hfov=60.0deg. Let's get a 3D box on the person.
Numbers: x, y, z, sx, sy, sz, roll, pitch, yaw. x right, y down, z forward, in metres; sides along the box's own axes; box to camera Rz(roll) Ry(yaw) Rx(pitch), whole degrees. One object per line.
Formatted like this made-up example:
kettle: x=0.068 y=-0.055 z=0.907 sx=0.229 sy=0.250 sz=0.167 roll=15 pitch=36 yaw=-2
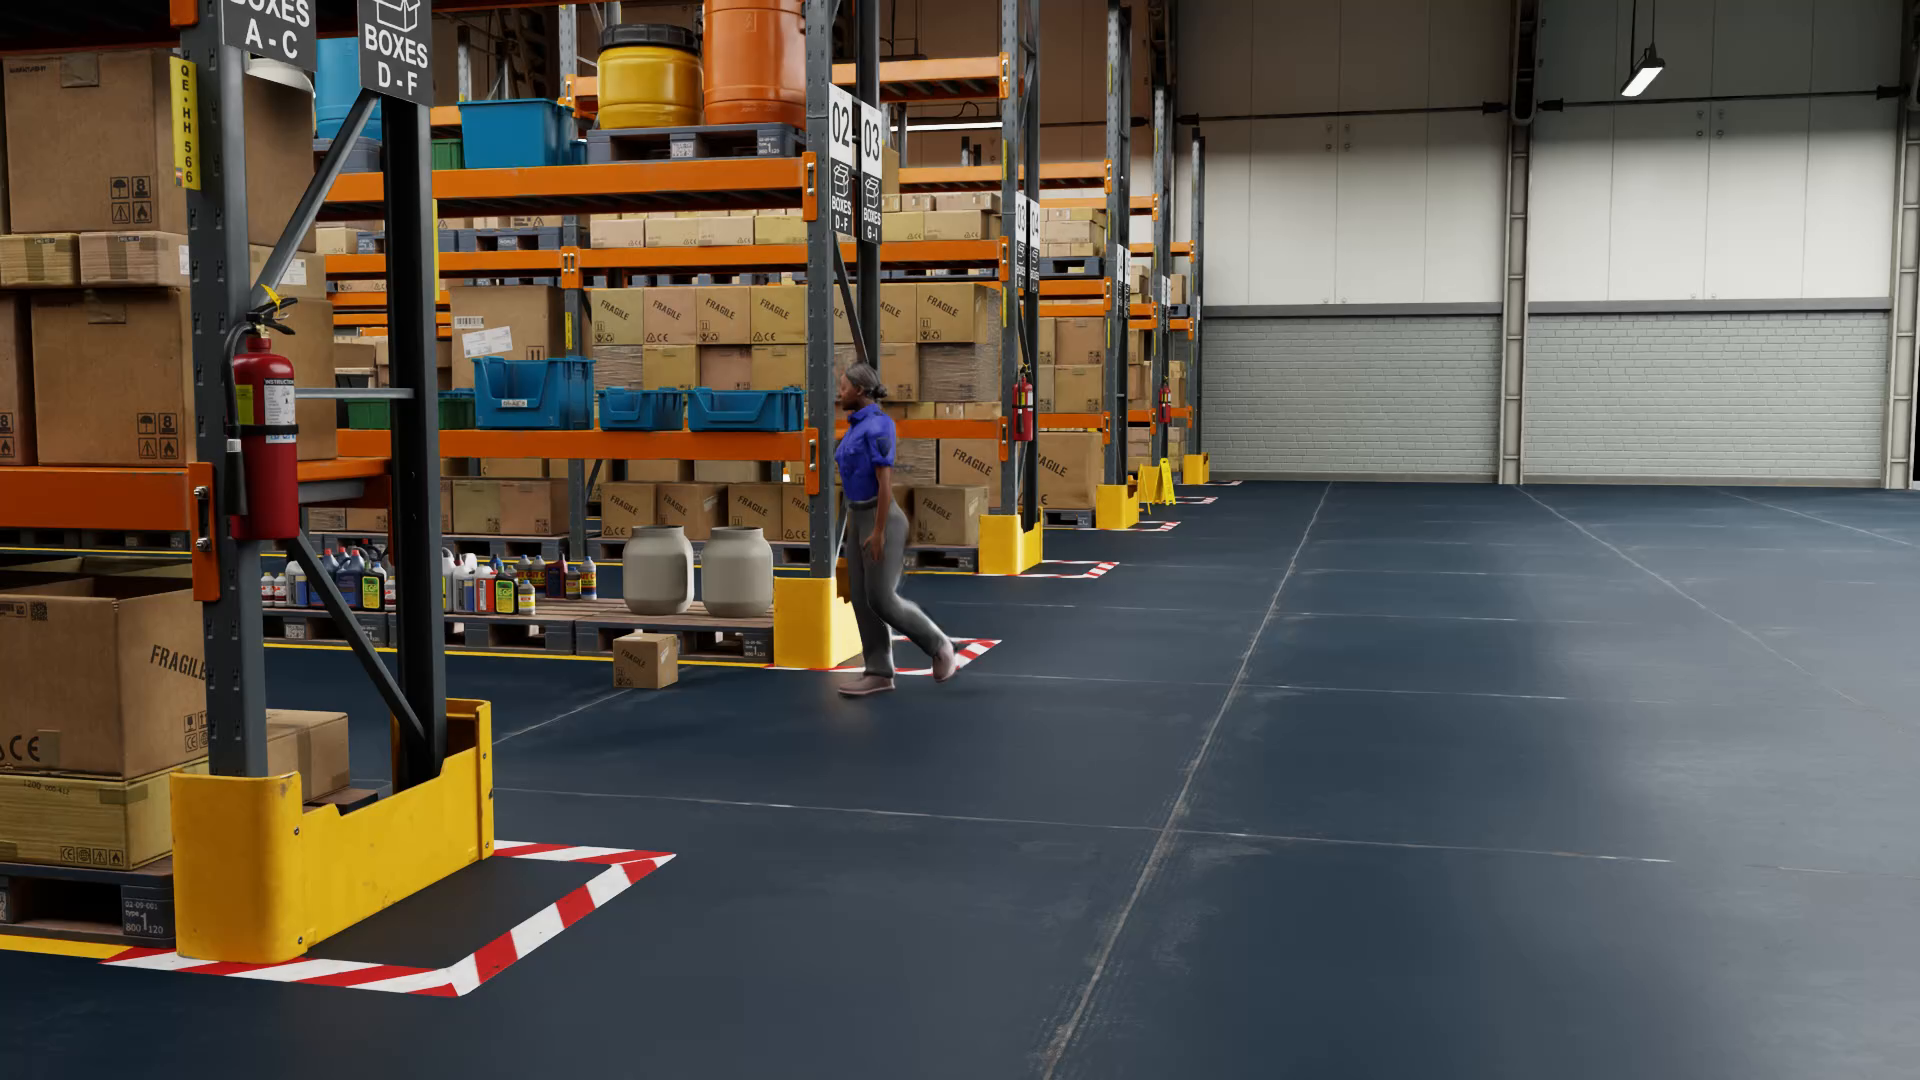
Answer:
person: x=-0.328 y=-0.057 z=8.307 sx=0.588 sy=1.652 sz=0.493 roll=-2 pitch=5 yaw=-24
